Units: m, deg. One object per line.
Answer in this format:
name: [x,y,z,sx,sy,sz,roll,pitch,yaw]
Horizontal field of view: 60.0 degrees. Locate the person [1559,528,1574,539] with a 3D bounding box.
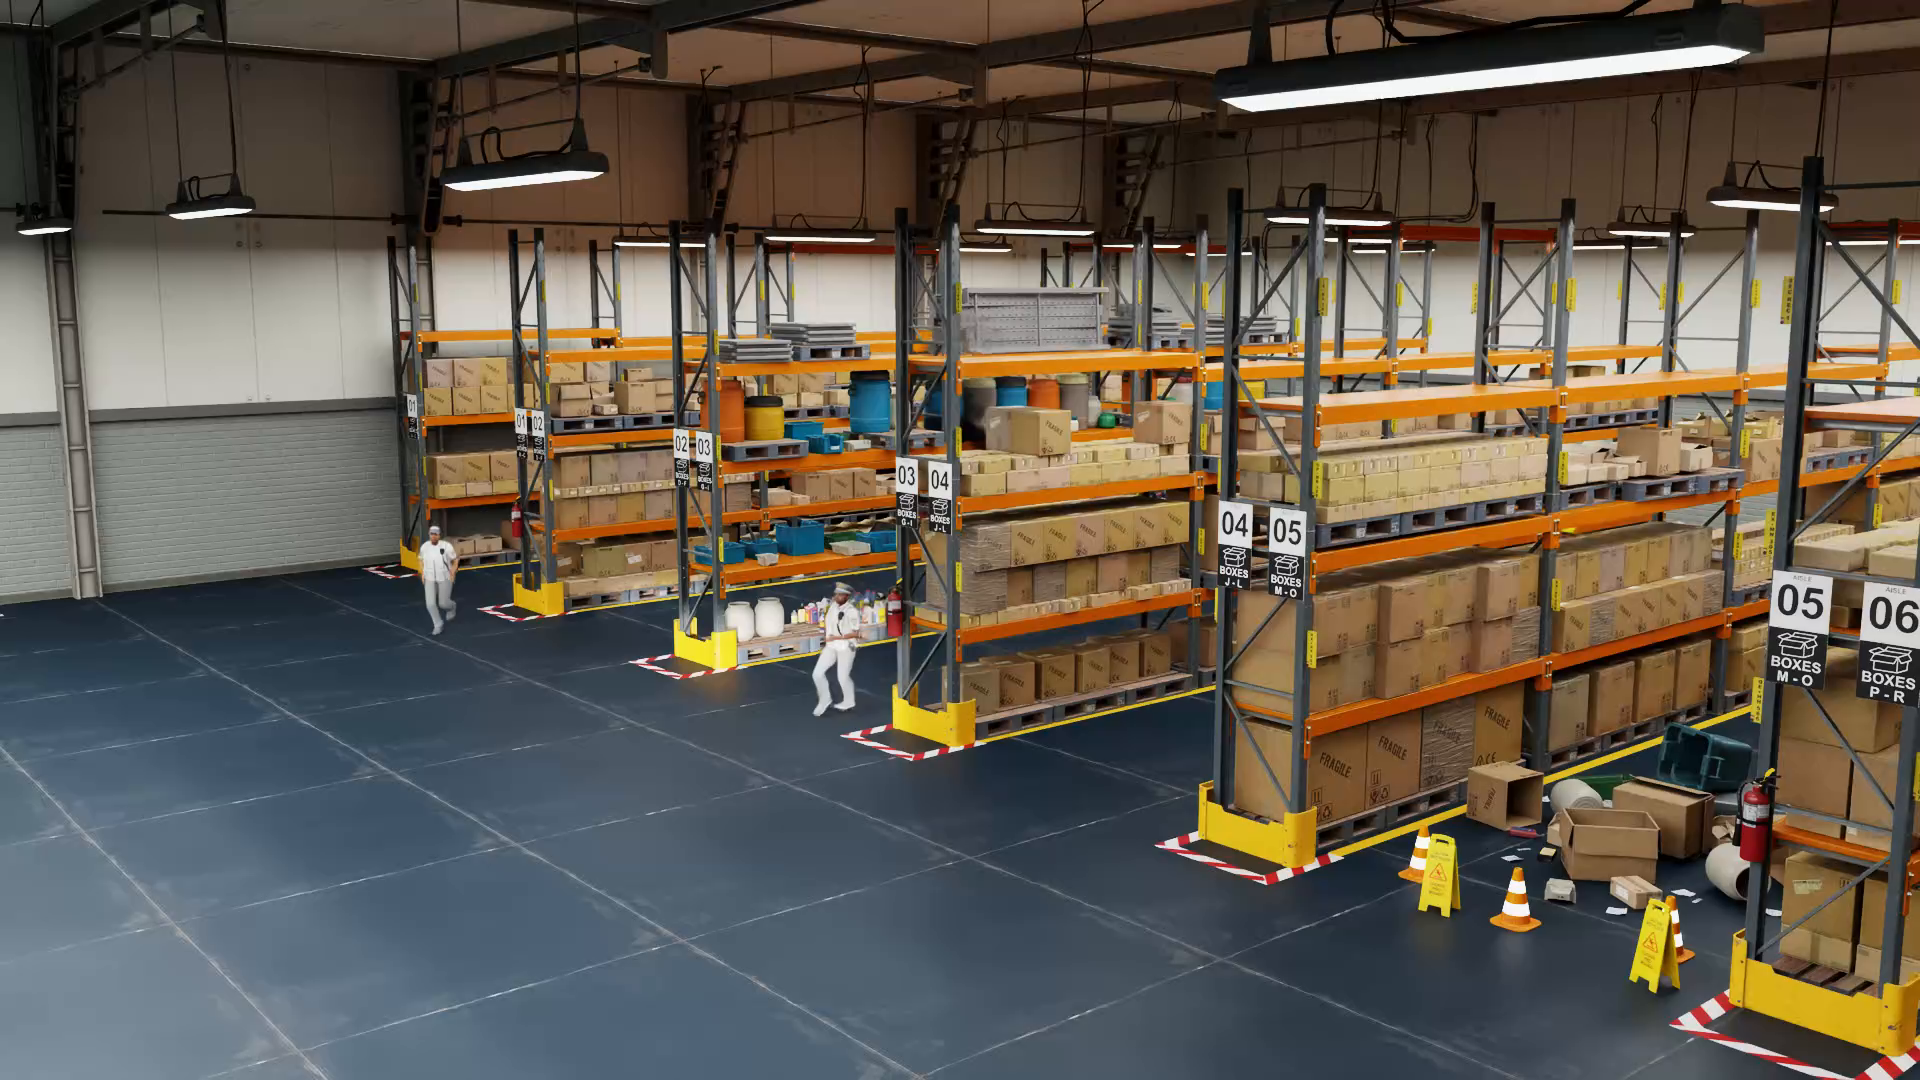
person: [8.600,0.673,23.660,0.791,1.830,0.677,-7,11,-38]

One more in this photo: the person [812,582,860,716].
person: [-1.442,1.312,19.936,0.625,1.690,0.704,6,11,35]

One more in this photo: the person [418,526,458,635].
person: [-7.786,0.573,24.855,0.591,1.619,0.592,-1,9,-5]
